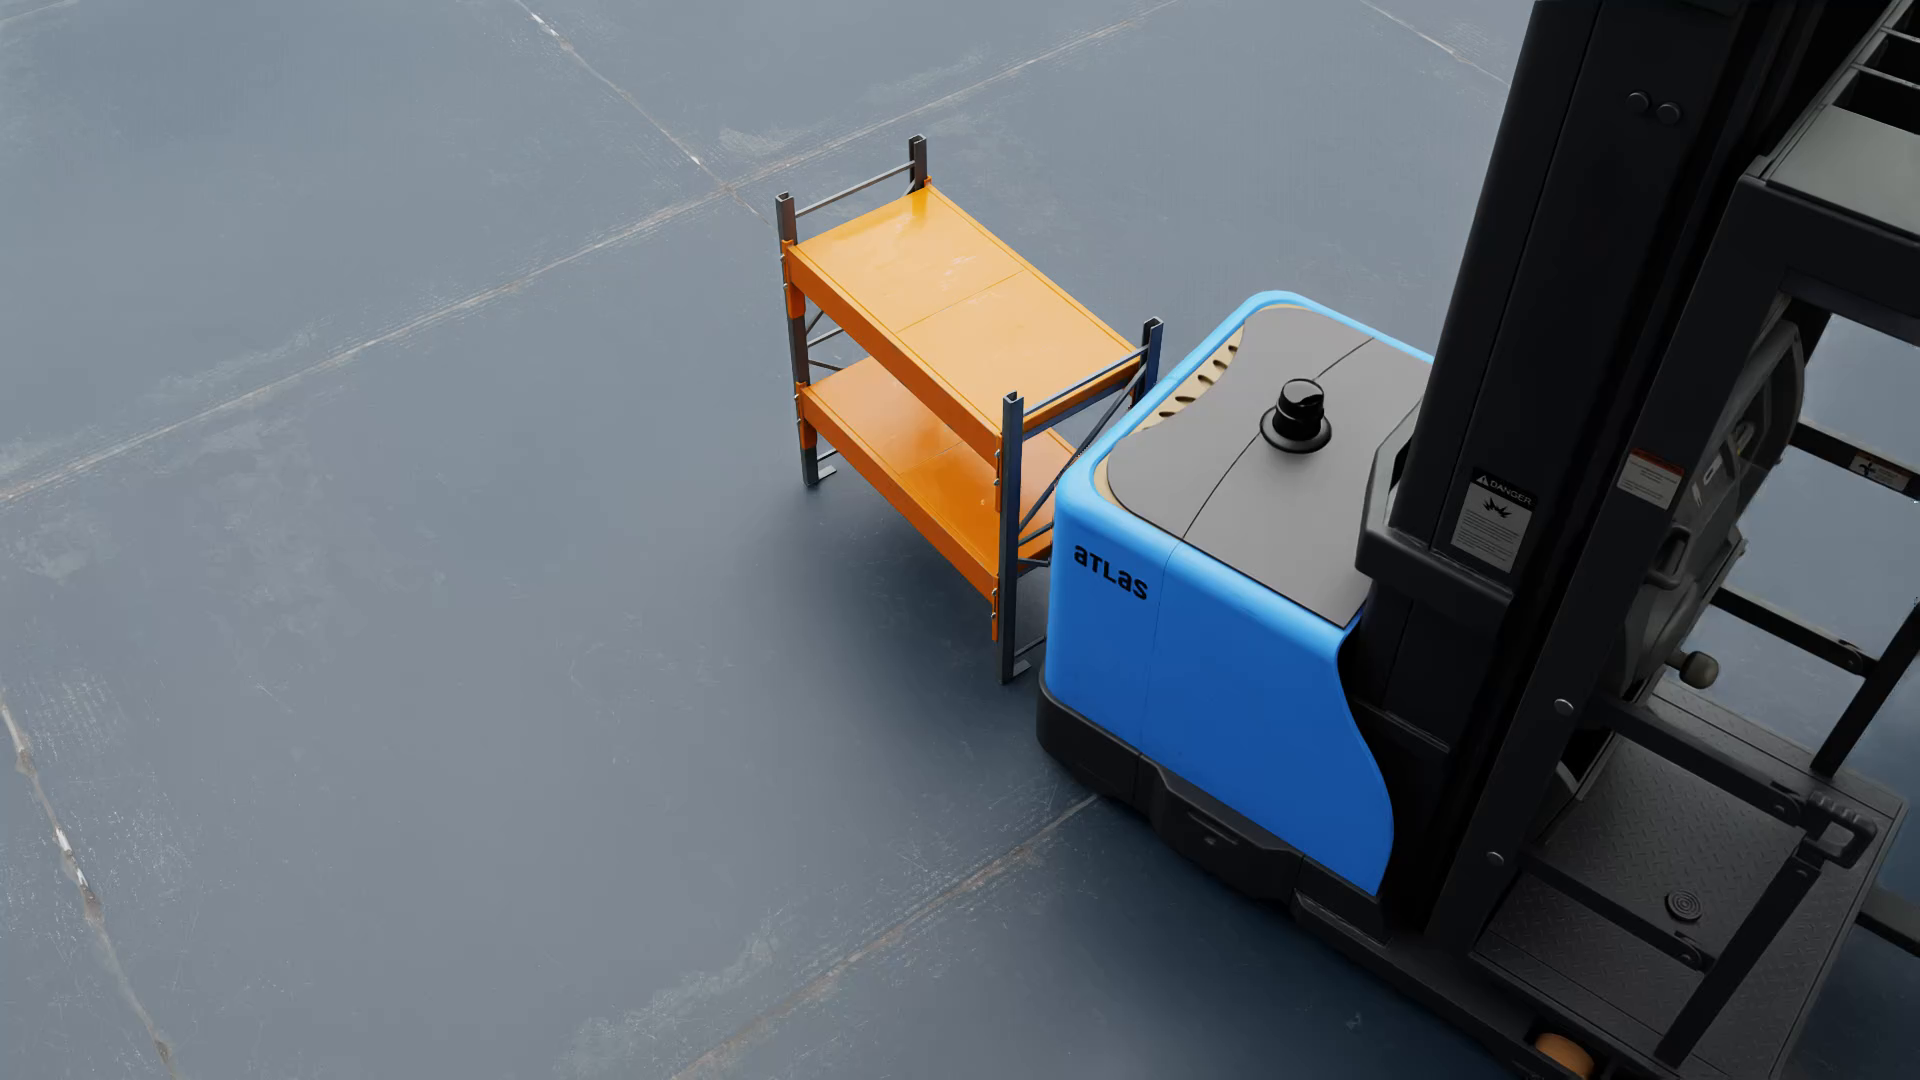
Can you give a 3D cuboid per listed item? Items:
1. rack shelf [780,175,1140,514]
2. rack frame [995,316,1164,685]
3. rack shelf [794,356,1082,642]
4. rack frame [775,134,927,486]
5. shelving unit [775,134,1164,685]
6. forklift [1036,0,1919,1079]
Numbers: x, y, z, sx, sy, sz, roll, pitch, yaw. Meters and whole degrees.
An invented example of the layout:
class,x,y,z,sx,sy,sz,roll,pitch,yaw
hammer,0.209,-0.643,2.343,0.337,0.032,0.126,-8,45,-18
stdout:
class,x,y,z,sx,sy,sz,roll,pitch,yaw
rack shelf,0.004,-0.570,4.613,0.538,0.278,1.000,-29,54,-24
rack frame,0.312,-0.074,4.558,0.500,1.125,0.032,-29,54,-24
rack shelf,0.004,-0.210,5.011,0.538,0.278,1.000,-29,54,-24
rack frame,-0.304,-0.674,5.101,0.500,1.125,0.032,-29,54,-24
shelving unit,0.004,-0.374,4.830,0.538,1.125,1.048,-29,54,-24
forklift,1.681,0.005,3.267,3.031,2.935,1.130,30,55,25
